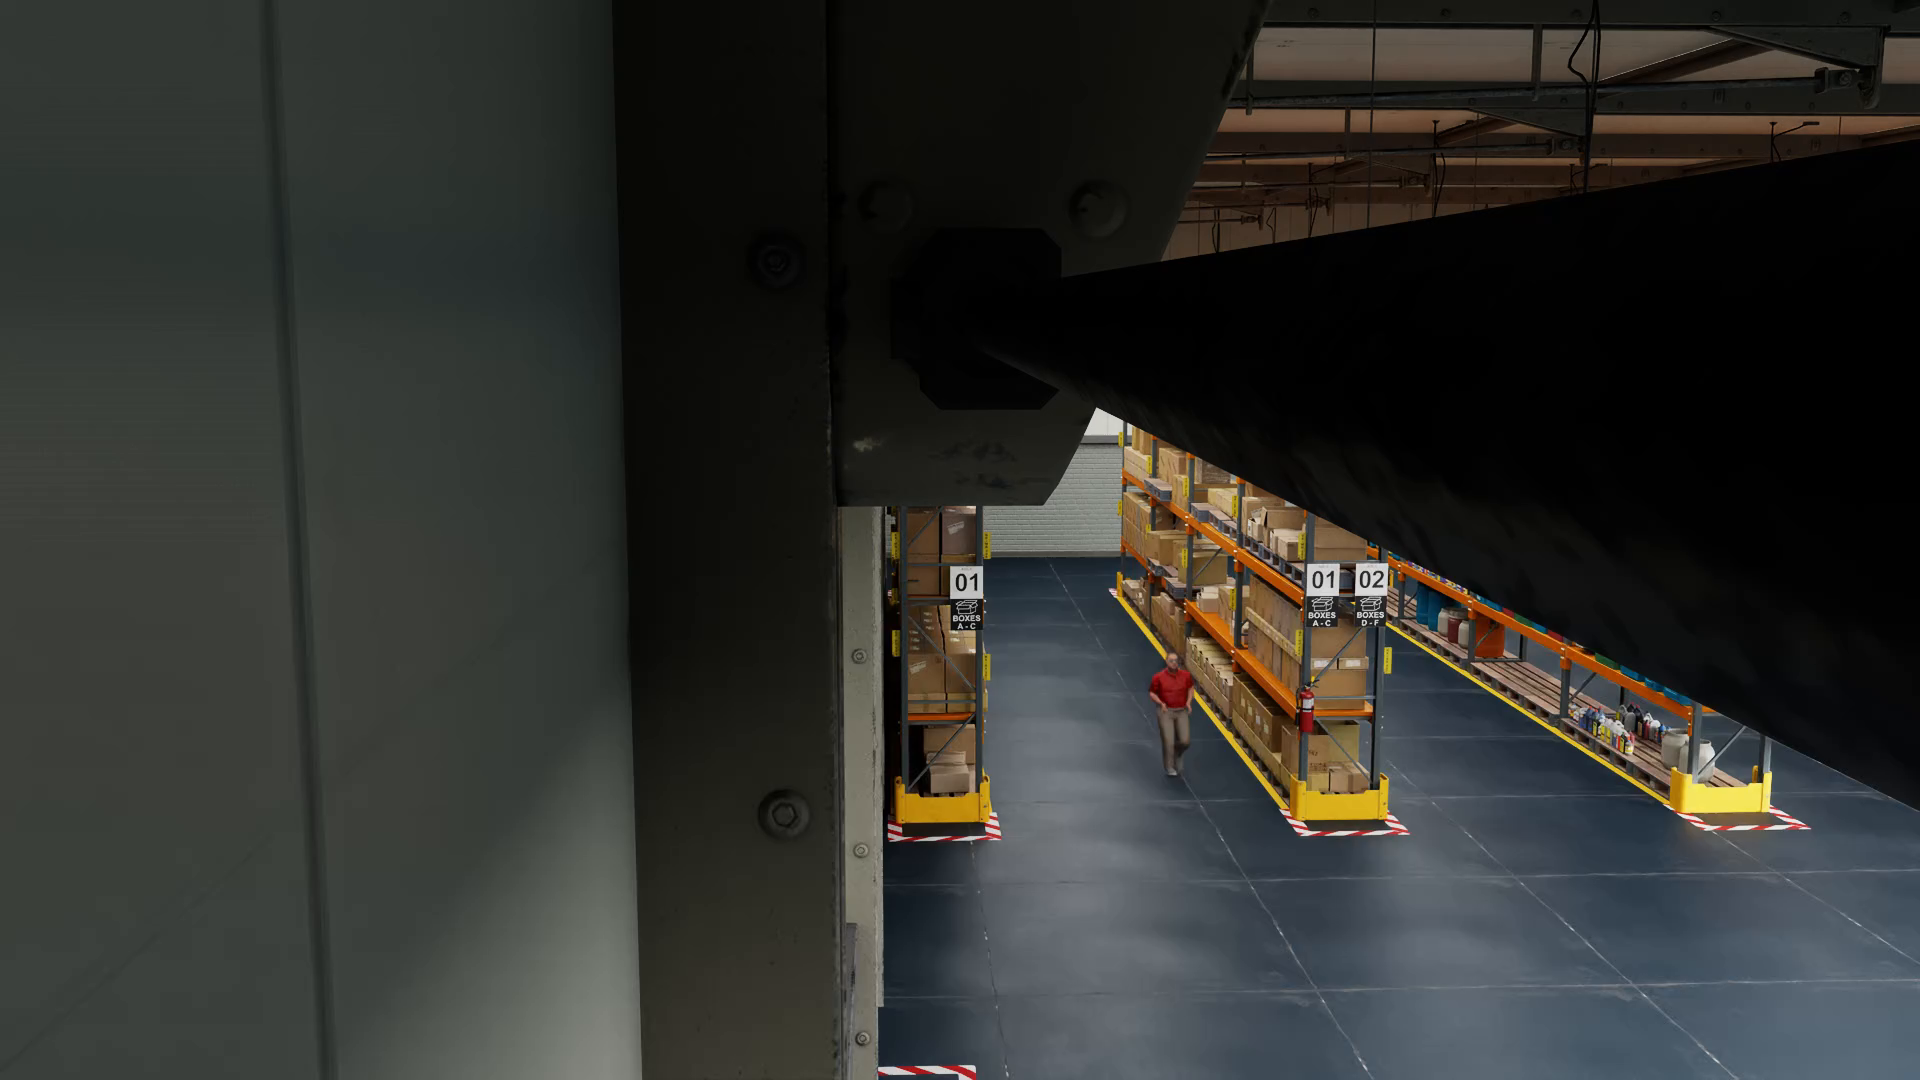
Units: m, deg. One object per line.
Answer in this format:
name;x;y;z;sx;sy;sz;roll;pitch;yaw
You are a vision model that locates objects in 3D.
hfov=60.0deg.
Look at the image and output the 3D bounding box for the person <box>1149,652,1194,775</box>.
person;2.862;2.342;22.275;0.638;1.681;0.586;-1;8;-5
